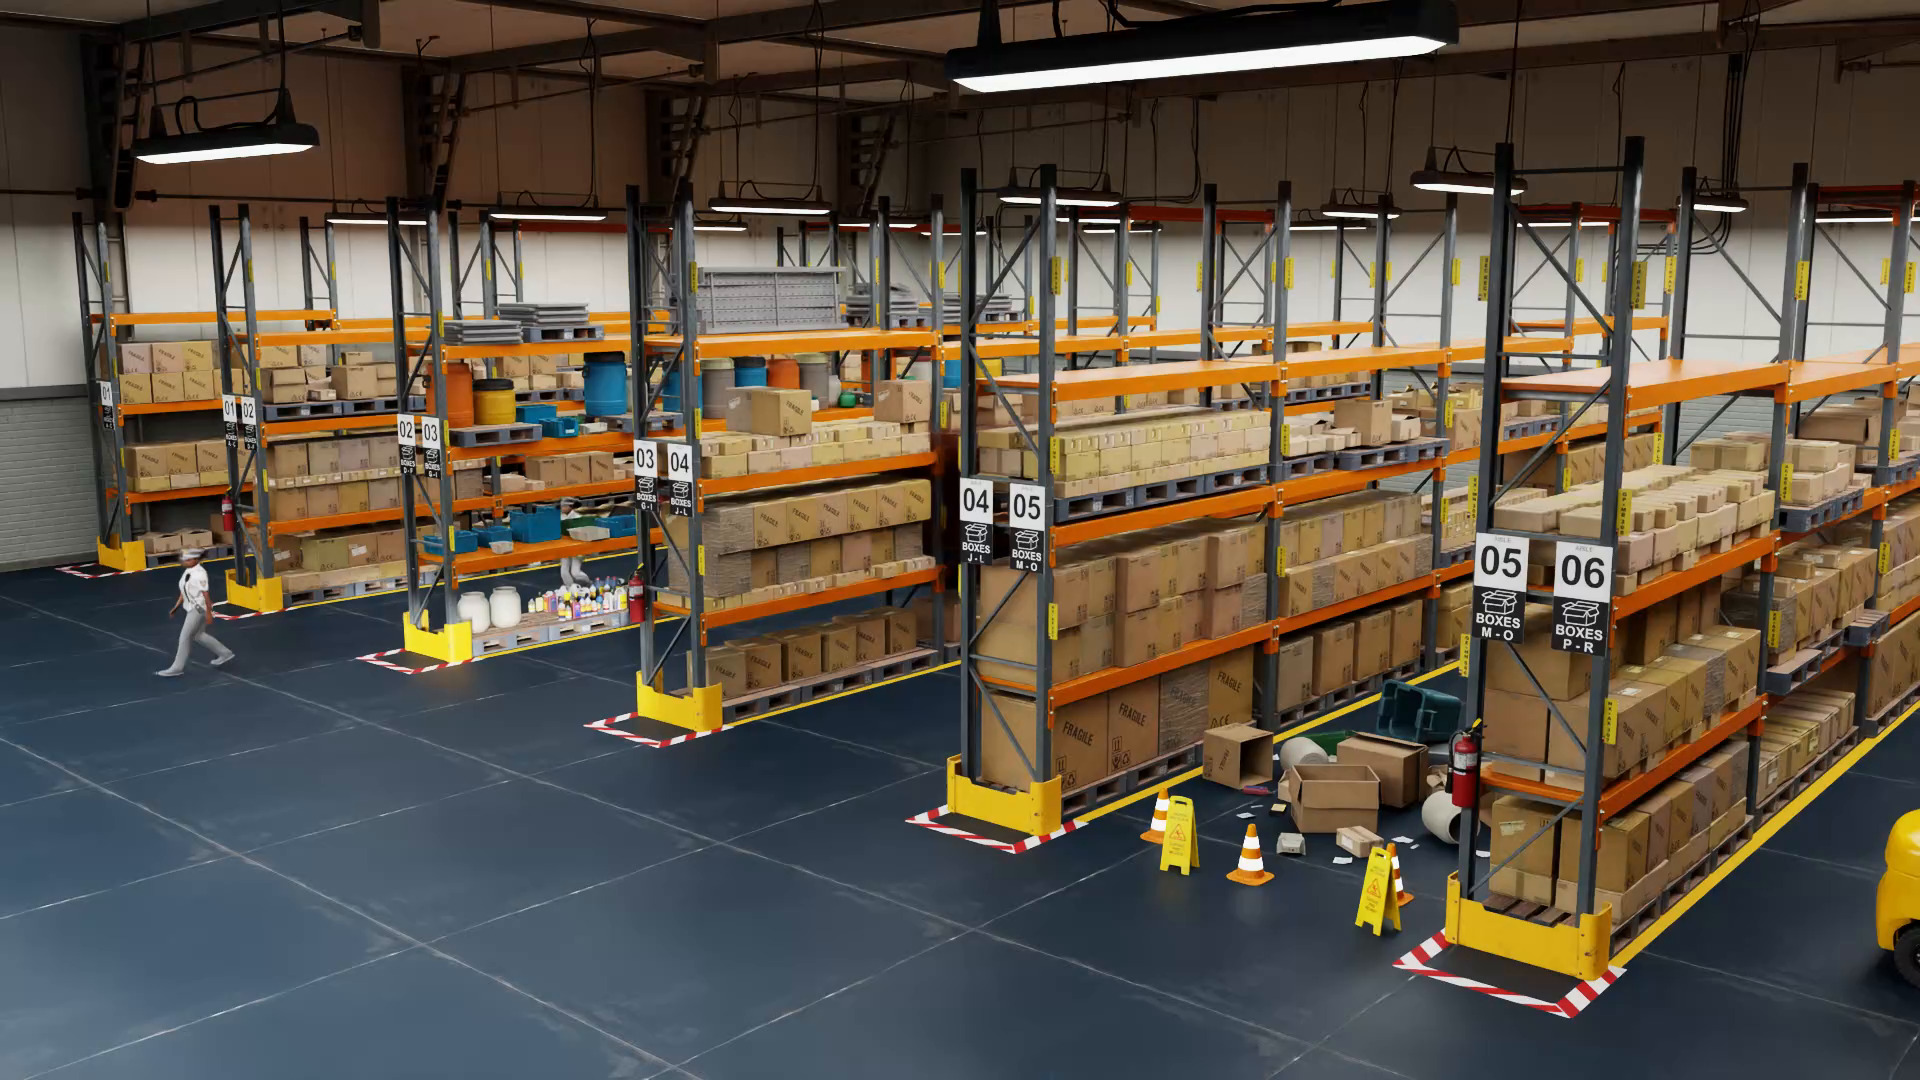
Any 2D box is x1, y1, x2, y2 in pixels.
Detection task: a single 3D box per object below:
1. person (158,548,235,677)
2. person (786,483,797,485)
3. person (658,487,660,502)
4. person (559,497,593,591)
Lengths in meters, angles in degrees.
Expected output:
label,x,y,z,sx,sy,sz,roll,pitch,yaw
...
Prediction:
label,x,y,z,sx,sy,sz,roll,pitch,yaw
person,-9.687,0.890,21.023,0.937,1.621,0.529,-8,13,-41
person,-2.552,-0.165,25.040,0.626,1.756,0.940,5,11,28
person,-6.340,-1.301,34.123,0.422,1.611,1.082,7,12,37
person,-5.905,0.133,25.546,0.583,1.659,0.549,6,11,32
